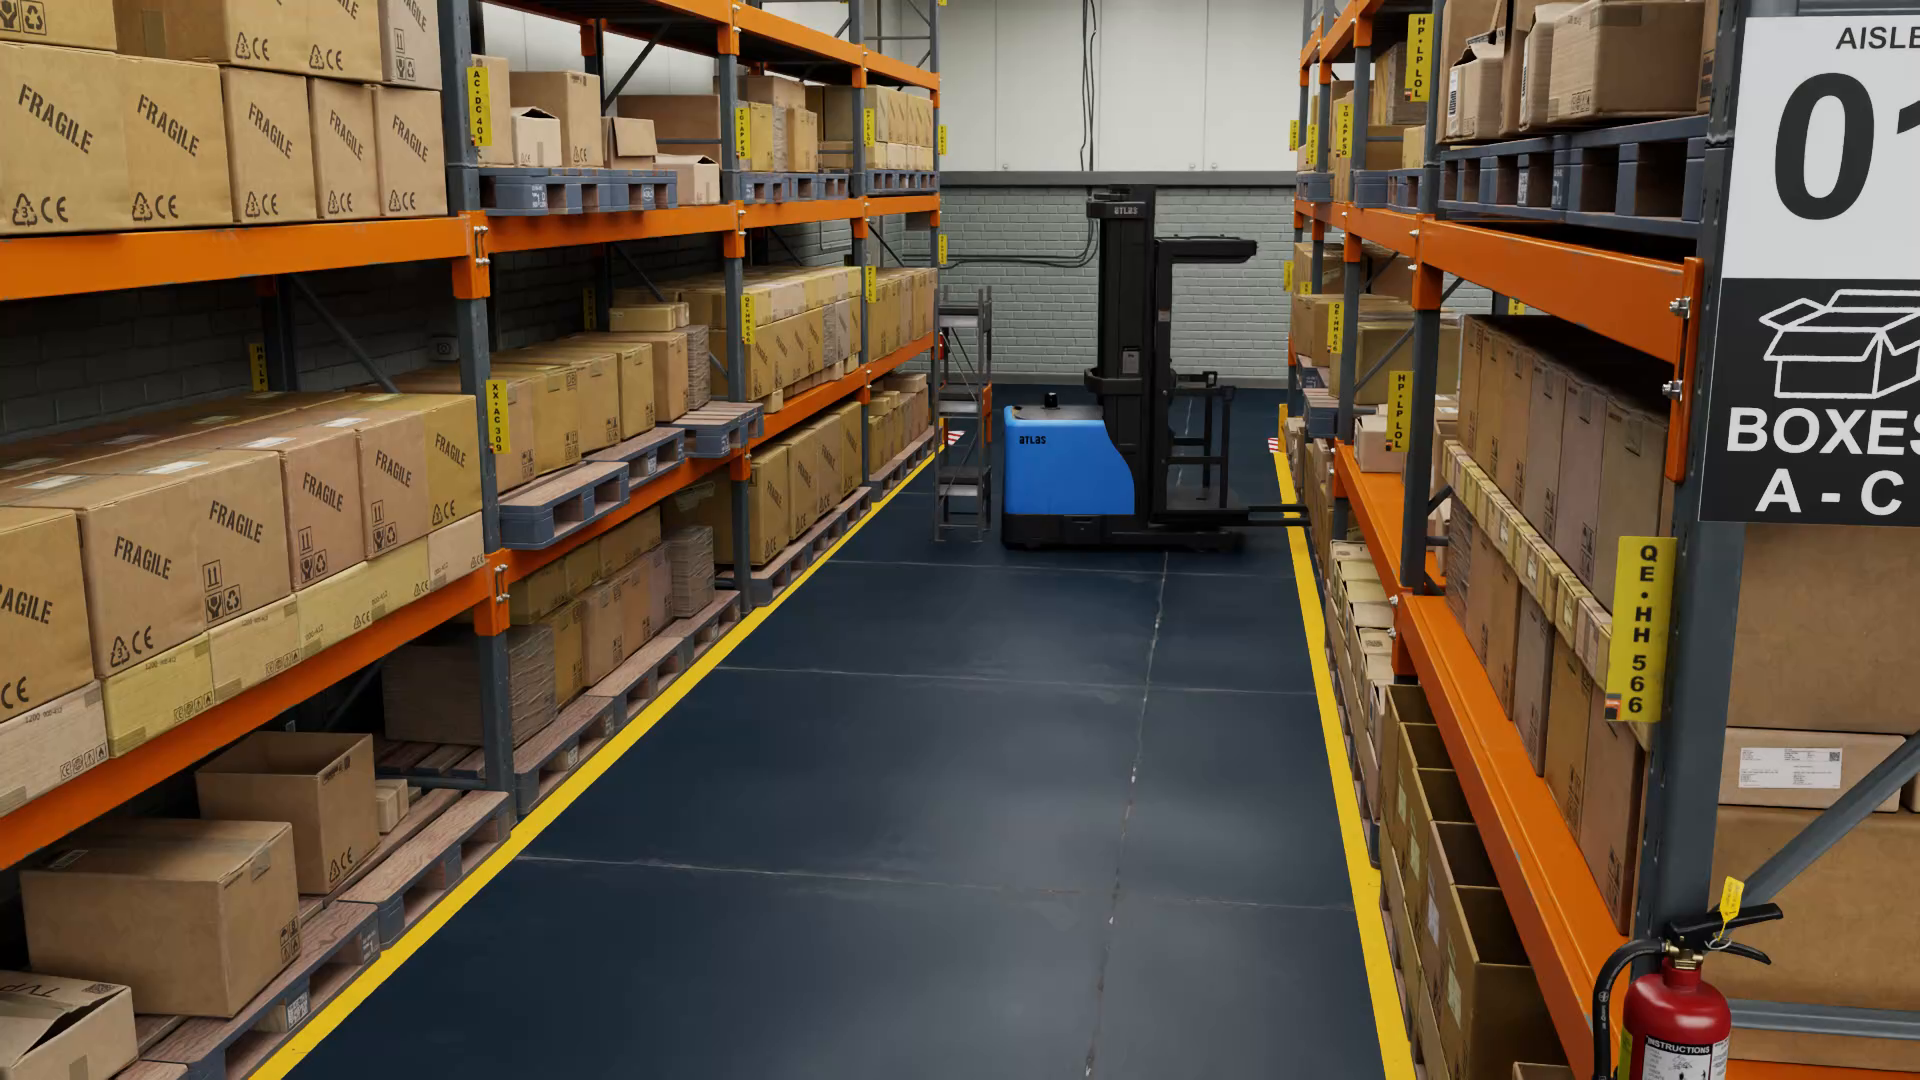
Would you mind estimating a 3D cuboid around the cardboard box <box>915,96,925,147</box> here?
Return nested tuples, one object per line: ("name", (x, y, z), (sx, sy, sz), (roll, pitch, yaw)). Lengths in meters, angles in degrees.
("cardboard box", (-0.664, -4.382, 17.430), (0.500, 0.500, 0.500), (2, 12, 10))

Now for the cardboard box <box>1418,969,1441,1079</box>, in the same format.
("cardboard box", (1.711, 1.562, 5.156), (0.500, 0.250, 0.500), (2, 12, 9))

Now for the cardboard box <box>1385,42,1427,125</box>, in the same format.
("cardboard box", (3.005, -2.903, 10.614), (0.500, 0.500, 0.500), (2, 12, 9))

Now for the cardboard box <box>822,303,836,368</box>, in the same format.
("cardboard box", (-1.325, -1.690, 13.724), (0.500, 0.500, 0.500), (2, 12, 9))

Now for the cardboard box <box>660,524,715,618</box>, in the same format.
("cardboard box", (-2.023, 0.190, 10.880), (0.700, 0.500, 0.500), (2, 12, 9))

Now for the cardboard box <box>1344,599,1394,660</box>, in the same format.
("cardboard box", (2.329, 0.478, 8.852), (0.500, 0.311, 0.500), (2, 12, 8))

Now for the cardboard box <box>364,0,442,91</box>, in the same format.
("cardboard box", (-2.388, -2.036, 6.544), (0.500, 0.500, 0.500), (1, 12, 4))

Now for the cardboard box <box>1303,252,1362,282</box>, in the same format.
("cardboard box", (3.445, -2.399, 15.396), (0.500, 0.500, 0.500), (2, 12, 8))

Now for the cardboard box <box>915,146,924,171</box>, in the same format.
("cardboard box", (-0.663, -4.011, 17.488), (0.500, 0.250, 0.500), (1, 12, 7))

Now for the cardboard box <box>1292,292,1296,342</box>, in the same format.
("cardboard box", (3.759, -2.331, 17.454), (0.500, 0.500, 0.500), (2, 12, 8))

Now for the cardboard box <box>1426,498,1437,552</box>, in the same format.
("cardboard box", (2.270, -0.099, 7.652), (0.396, 0.266, 0.258), (2, 12, 7))

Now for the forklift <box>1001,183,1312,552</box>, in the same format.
("forklift", (1.871, -1.444, 13.737), (3.031, 2.935, 1.130), (0, 12, 0))

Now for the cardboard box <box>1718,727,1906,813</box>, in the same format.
("cardboard box", (1.572, 0.405, 3.217), (0.380, 0.149, 0.250), (2, 12, 8))

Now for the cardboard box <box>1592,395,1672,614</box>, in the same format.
("cardboard box", (1.869, -0.044, 3.759), (0.700, 0.500, 0.500), (2, 12, 7))

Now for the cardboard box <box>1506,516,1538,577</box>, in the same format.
("cardboard box", (1.849, 0.030, 4.955), (0.380, 0.149, 0.250), (2, 12, 8))

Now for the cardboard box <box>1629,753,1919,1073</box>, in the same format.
("cardboard box", (1.786, 0.711, 3.336), (0.700, 0.500, 0.500), (2, 12, 9))

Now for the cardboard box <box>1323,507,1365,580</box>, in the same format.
("cardboard box", (2.844, -0.004, 11.781), (0.500, 0.500, 0.500), (2, 12, 11))

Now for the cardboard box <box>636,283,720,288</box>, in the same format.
("cardboard box", (-2.067, -1.749, 12.220), (0.500, 0.250, 0.500), (1, 12, 7))

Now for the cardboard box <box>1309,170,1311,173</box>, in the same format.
("cardboard box", (3.446, -3.248, 15.180), (0.500, 0.250, 0.500), (2, 12, 9))

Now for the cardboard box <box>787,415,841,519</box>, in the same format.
("cardboard box", (-1.454, -0.631, 13.906), (0.750, 0.750, 0.750), (2, 12, 10))

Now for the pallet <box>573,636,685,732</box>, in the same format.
("pallet", (-2.275, 0.811, 9.730), (1.003, 0.211, 1.213), (2, 12, 9))

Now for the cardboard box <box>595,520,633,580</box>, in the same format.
("cardboard box", (-2.247, 0.047, 9.762), (0.500, 0.250, 0.500), (2, 12, 8))

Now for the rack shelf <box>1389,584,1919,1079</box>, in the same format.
("rack shelf", (2.009, 0.792, 4.905), (1.077, 0.370, 4.000), (2, 12, 9))

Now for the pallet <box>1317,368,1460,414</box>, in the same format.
("pallet", (3.226, -1.120, 12.524), (1.003, 0.211, 1.213), (2, 12, 9))

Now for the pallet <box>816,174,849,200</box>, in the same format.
("pallet", (-1.441, -2.981, 14.041), (0.805, 0.209, 1.217), (1, 12, 6))

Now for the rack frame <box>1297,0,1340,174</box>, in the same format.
("rack frame", (4.162, -5.407, 17.720), (1.000, 3.000, 0.127), (2, 12, 9))

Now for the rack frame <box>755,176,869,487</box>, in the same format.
("rack frame", (-1.348, -1.801, 15.230), (1.000, 3.000, 0.127), (2, 12, 9))

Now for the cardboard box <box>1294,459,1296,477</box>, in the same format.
("cardboard box", (3.353, -0.670, 15.707), (0.380, 0.149, 0.250), (2, 12, 9))

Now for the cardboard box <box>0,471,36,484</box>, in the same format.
("cardboard box", (-3.169, 0.077, 5.046), (0.500, 0.500, 0.500), (2, 12, 7))

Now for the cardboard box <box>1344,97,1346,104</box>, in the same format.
("cardboard box", (3.316, -3.168, 12.983), (0.600, 0.600, 0.600), (2, 12, 8))

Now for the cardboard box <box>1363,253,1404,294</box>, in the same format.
("cardboard box", (3.976, -2.375, 15.284), (0.500, 0.500, 0.500), (1, 12, 7))

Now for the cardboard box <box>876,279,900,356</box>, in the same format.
("cardboard box", (-1.131, -2.212, 16.424), (0.980, 0.700, 0.700), (2, 12, 7))

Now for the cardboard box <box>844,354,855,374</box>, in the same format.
("cardboard box", (-1.136, -1.555, 14.638), (0.380, 0.149, 0.250), (2, 12, 10))

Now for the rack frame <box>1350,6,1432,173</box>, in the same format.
("rack frame", (2.932, -3.741, 9.993), (1.000, 3.000, 0.127), (2, 12, 9))

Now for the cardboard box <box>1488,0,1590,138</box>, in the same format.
("cardboard box", (1.939, -1.428, 4.804), (0.797, 0.503, 0.637), (3, 13, 15))

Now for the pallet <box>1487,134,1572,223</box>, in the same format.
("pallet", (2.021, -0.967, 4.452), (1.003, 0.211, 1.213), (2, 12, 9))

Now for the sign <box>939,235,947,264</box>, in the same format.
("sign", (-0.199, -3.295, 18.852), (0.100, 0.325, 0.005), (2, 12, 9))

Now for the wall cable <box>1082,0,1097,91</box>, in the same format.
("wall cable", (3.163, -7.595, 23.259), (3.097, 2.526, 0.112), (2, 12, 9))

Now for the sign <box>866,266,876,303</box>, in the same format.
("sign", (-0.811, -2.313, 15.044), (0.100, 0.325, 0.005), (2, 12, 9))

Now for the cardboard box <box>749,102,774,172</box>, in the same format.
("cardboard box", (-1.818, -3.028, 12.523), (0.700, 0.500, 0.500), (3, 12, 12))

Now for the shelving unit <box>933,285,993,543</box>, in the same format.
("shelving unit", (0.025, -1.061, 13.932), (0.431, 2.100, 0.503), (2, 12, 9))

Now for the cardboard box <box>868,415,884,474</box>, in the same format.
("cardboard box", (-1.132, -0.937, 16.156), (0.700, 0.500, 0.500), (2, 12, 9))

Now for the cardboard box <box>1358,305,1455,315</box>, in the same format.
("cardboard box", (3.336, -1.526, 12.718), (0.700, 0.500, 0.500), (-1, 12, -6))

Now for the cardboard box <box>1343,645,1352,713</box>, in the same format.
("cardboard box", (2.331, 0.750, 8.925), (0.500, 0.250, 0.500), (2, 12, 10))

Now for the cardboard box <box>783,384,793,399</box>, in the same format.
("cardboard box", (-1.514, -1.185, 12.921), (0.380, 0.149, 0.250), (2, 12, 10))

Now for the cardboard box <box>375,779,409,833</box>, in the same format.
("cardboard box", (-2.631, 1.147, 7.233), (0.380, 0.166, 0.250), (0, 12, 1))

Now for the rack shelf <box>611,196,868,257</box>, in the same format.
("rack shelf", (-1.656, -2.499, 13.058), (1.077, 0.370, 4.000), (2, 12, 9))

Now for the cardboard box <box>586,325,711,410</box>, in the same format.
("cardboard box", (-2.026, -1.134, 10.854), (0.700, 0.500, 0.500), (0, 12, 2))

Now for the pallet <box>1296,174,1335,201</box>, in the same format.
("pallet", (3.377, -2.882, 13.573), (1.213, 0.211, 1.003), (2, 12, 9))

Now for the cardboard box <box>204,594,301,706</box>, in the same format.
("cardboard box", (-2.575, 0.350, 5.559), (0.500, 0.250, 0.500), (2, 12, 9))

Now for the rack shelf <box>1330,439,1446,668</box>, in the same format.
("rack shelf", (2.624, -0.041, 8.769), (1.077, 0.370, 4.000), (2, 12, 9))

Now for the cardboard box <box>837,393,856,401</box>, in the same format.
("cardboard box", (-1.232, -1.395, 16.741), (0.380, 0.149, 0.250), (1, 12, 7))

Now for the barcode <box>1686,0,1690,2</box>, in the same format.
("barcode", (1.271, -0.972, 2.884), (0.001, 0.075, 0.075), (2, 12, 9))

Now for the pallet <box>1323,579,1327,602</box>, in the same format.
("pallet", (3.084, 0.400, 11.634), (1.003, 0.211, 1.213), (2, 12, 9))

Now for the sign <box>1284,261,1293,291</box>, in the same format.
("sign", (3.626, -2.915, 18.343), (0.100, 0.325, 0.005), (2, 12, 9))

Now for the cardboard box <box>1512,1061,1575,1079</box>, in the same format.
("cardboard box", (1.490, 1.508, 3.627), (0.500, 0.500, 0.500), (2, 12, 9))

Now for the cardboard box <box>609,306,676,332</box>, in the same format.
("cardboard box", (-2.022, -1.409, 10.590), (0.380, 0.149, 0.250), (0, 12, -1))

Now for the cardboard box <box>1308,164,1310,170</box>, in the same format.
("cardboard box", (3.434, -3.493, 15.129), (0.500, 0.250, 0.500), (2, 12, 9))

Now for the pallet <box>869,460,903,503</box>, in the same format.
("pallet", (-1.154, -0.594, 16.246), (1.003, 0.211, 1.213), (2, 12, 9))
